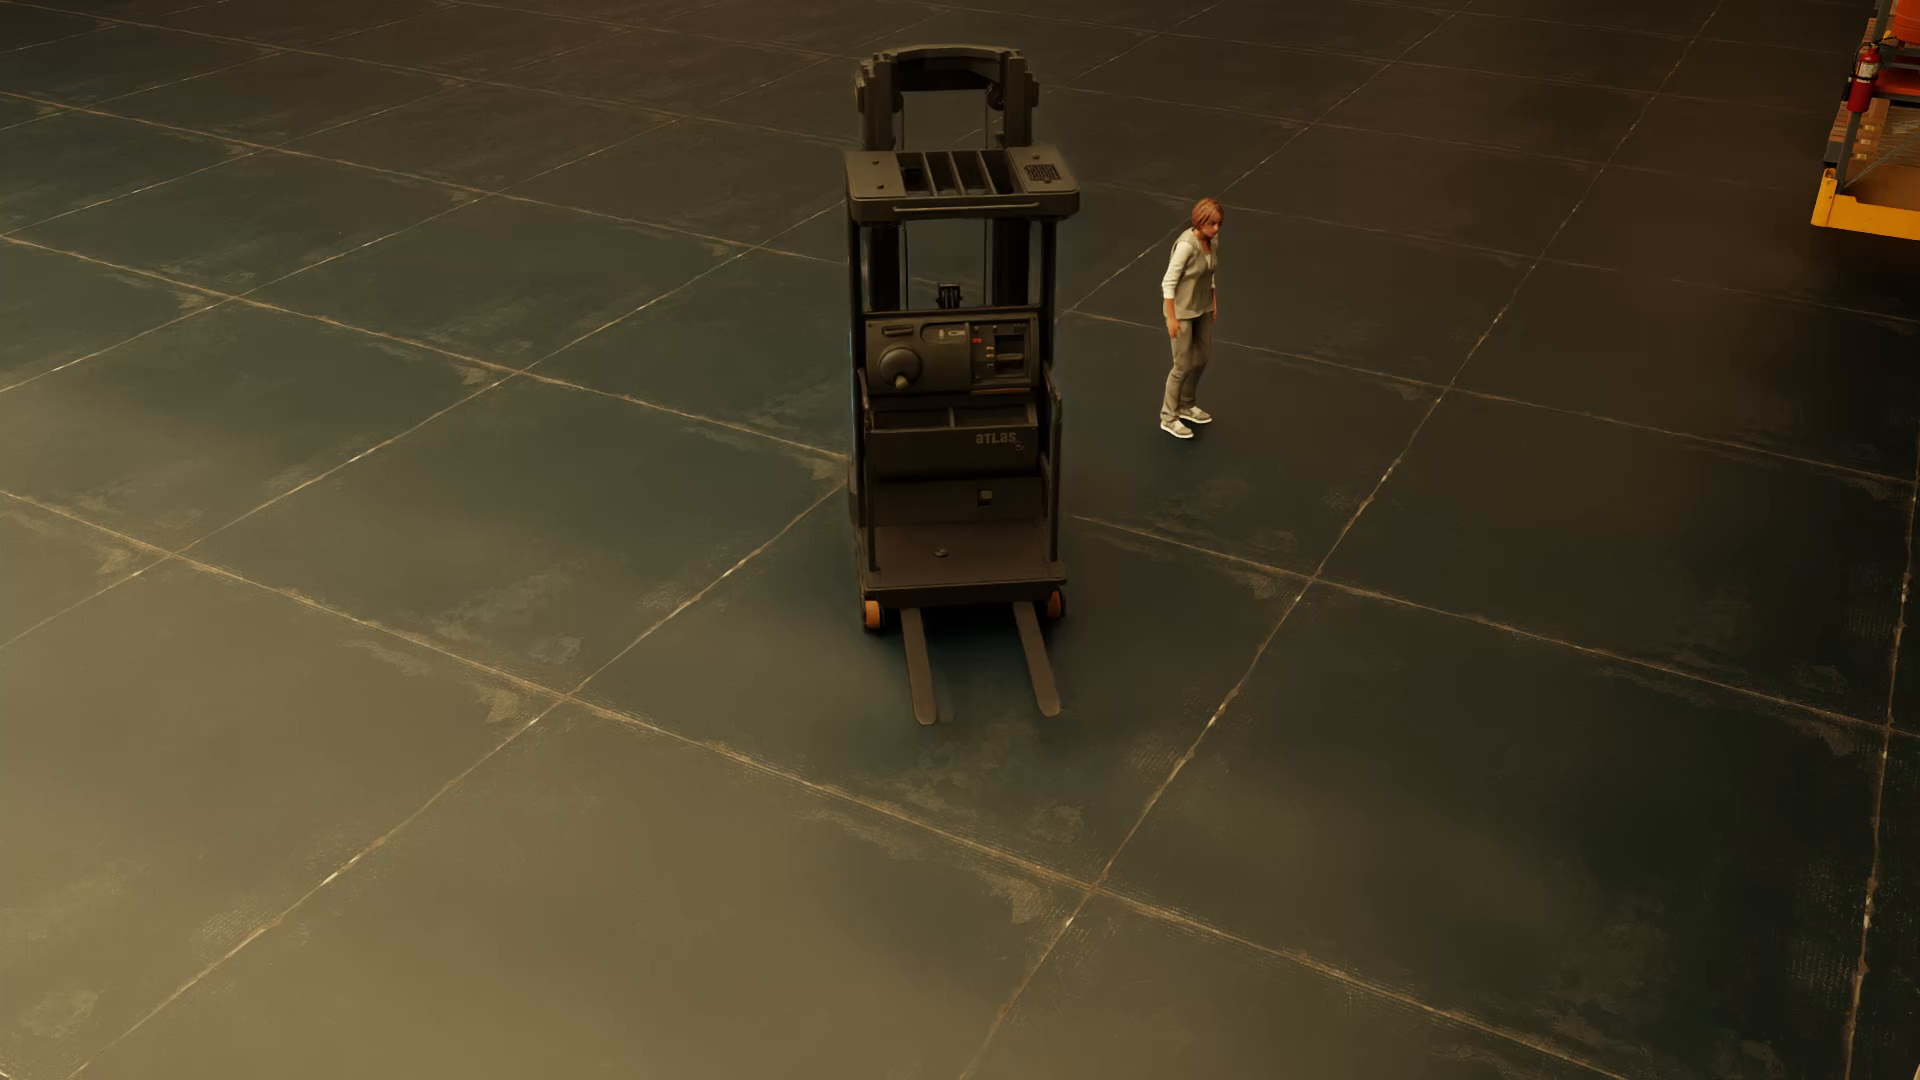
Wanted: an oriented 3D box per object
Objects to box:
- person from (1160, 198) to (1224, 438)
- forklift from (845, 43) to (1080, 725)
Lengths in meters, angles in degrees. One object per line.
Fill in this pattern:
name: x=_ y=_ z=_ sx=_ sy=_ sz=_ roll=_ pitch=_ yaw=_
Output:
person: x=1.534 y=-1.483 z=10.981 sx=0.363 sy=1.592 sz=0.505 roll=24 pitch=38 yaw=36
forklift: x=-0.013 y=-0.957 z=8.728 sx=1.130 sy=2.935 sz=3.031 roll=-3 pitch=30 yaw=-5
